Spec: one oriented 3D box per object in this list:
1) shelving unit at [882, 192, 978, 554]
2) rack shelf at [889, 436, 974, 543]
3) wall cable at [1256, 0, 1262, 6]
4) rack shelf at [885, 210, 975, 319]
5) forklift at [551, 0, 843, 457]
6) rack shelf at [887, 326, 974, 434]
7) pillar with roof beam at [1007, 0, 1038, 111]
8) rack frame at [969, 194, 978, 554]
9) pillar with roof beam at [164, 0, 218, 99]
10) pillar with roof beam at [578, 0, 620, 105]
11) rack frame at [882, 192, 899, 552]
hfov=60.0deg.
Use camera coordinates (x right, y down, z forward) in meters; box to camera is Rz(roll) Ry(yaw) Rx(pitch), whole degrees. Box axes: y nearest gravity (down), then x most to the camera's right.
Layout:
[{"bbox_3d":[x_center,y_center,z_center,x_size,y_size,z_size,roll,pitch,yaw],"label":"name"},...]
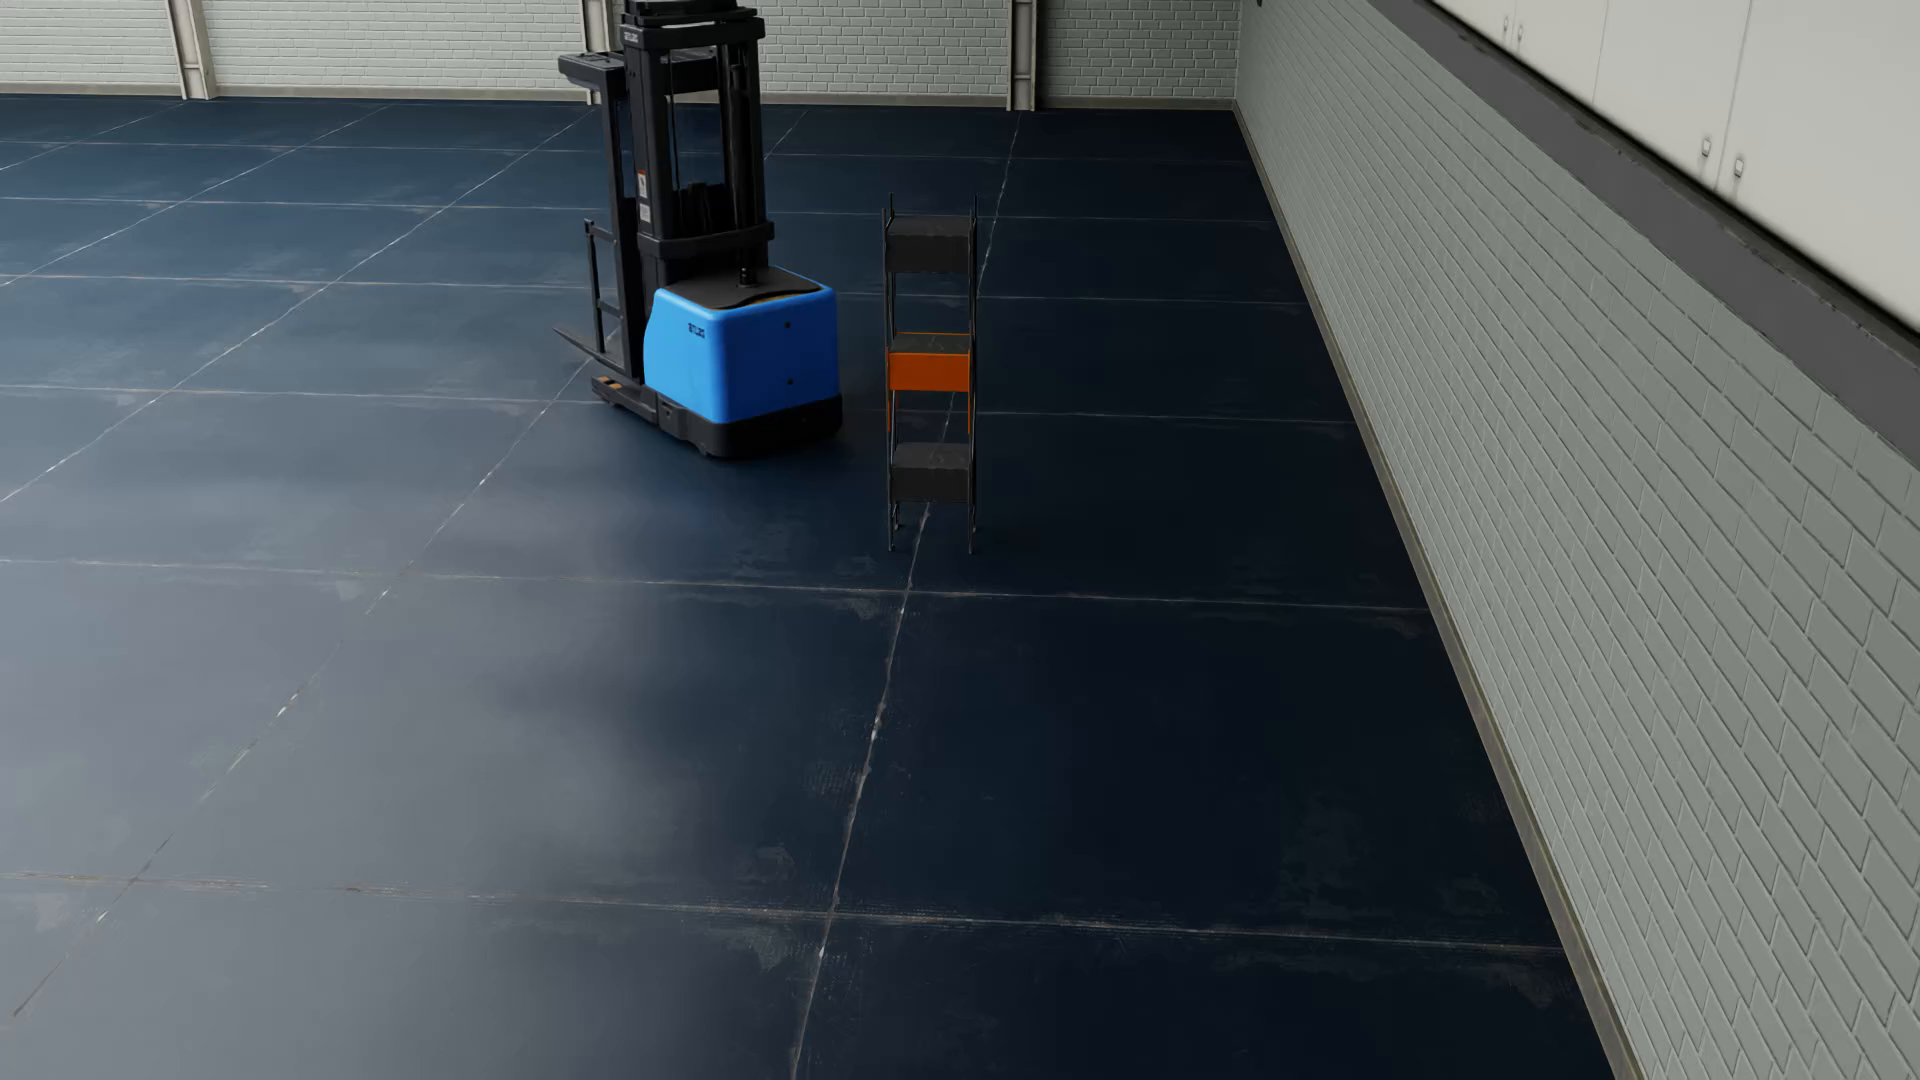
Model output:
[{"bbox_3d":[-0.165,-0.959,9.823,0.503,2.100,0.431,2,25,4],"label":"shelving unit"},{"bbox_3d":[-0.165,-0.311,10.121,0.480,0.518,0.431,2,25,4],"label":"rack shelf"},{"bbox_3d":[3.702,-8.119,20.843,0.112,2.526,3.097,2,25,4],"label":"wall cable"},{"bbox_3d":[-0.165,-1.583,9.536,0.480,0.518,0.431,2,25,4],"label":"rack shelf"},{"bbox_3d":[-2.130,-2.447,12.061,1.130,2.935,3.031,-18,30,-34],"label":"forklift"},{"bbox_3d":[-0.165,-0.947,9.828,0.480,0.518,0.431,2,25,4],"label":"rack shelf"},{"bbox_3d":[0.536,-8.381,17.698,0.400,9.000,9.100,2,25,4],"label":"pillar with roof beam"},{"bbox_3d":[0.078,-0.951,9.806,0.015,2.100,0.400,2,25,4],"label":"rack frame"},{"bbox_3d":[-11.428,-8.765,18.532,0.400,9.000,9.100,2,25,4],"label":"pillar with roof beam"},{"bbox_3d":[-5.446,-8.573,18.115,0.400,9.000,9.100,2,25,4],"label":"pillar with roof beam"},{"bbox_3d":[-0.408,-0.967,9.840,0.015,2.100,0.400,2,25,4],"label":"rack frame"}]
